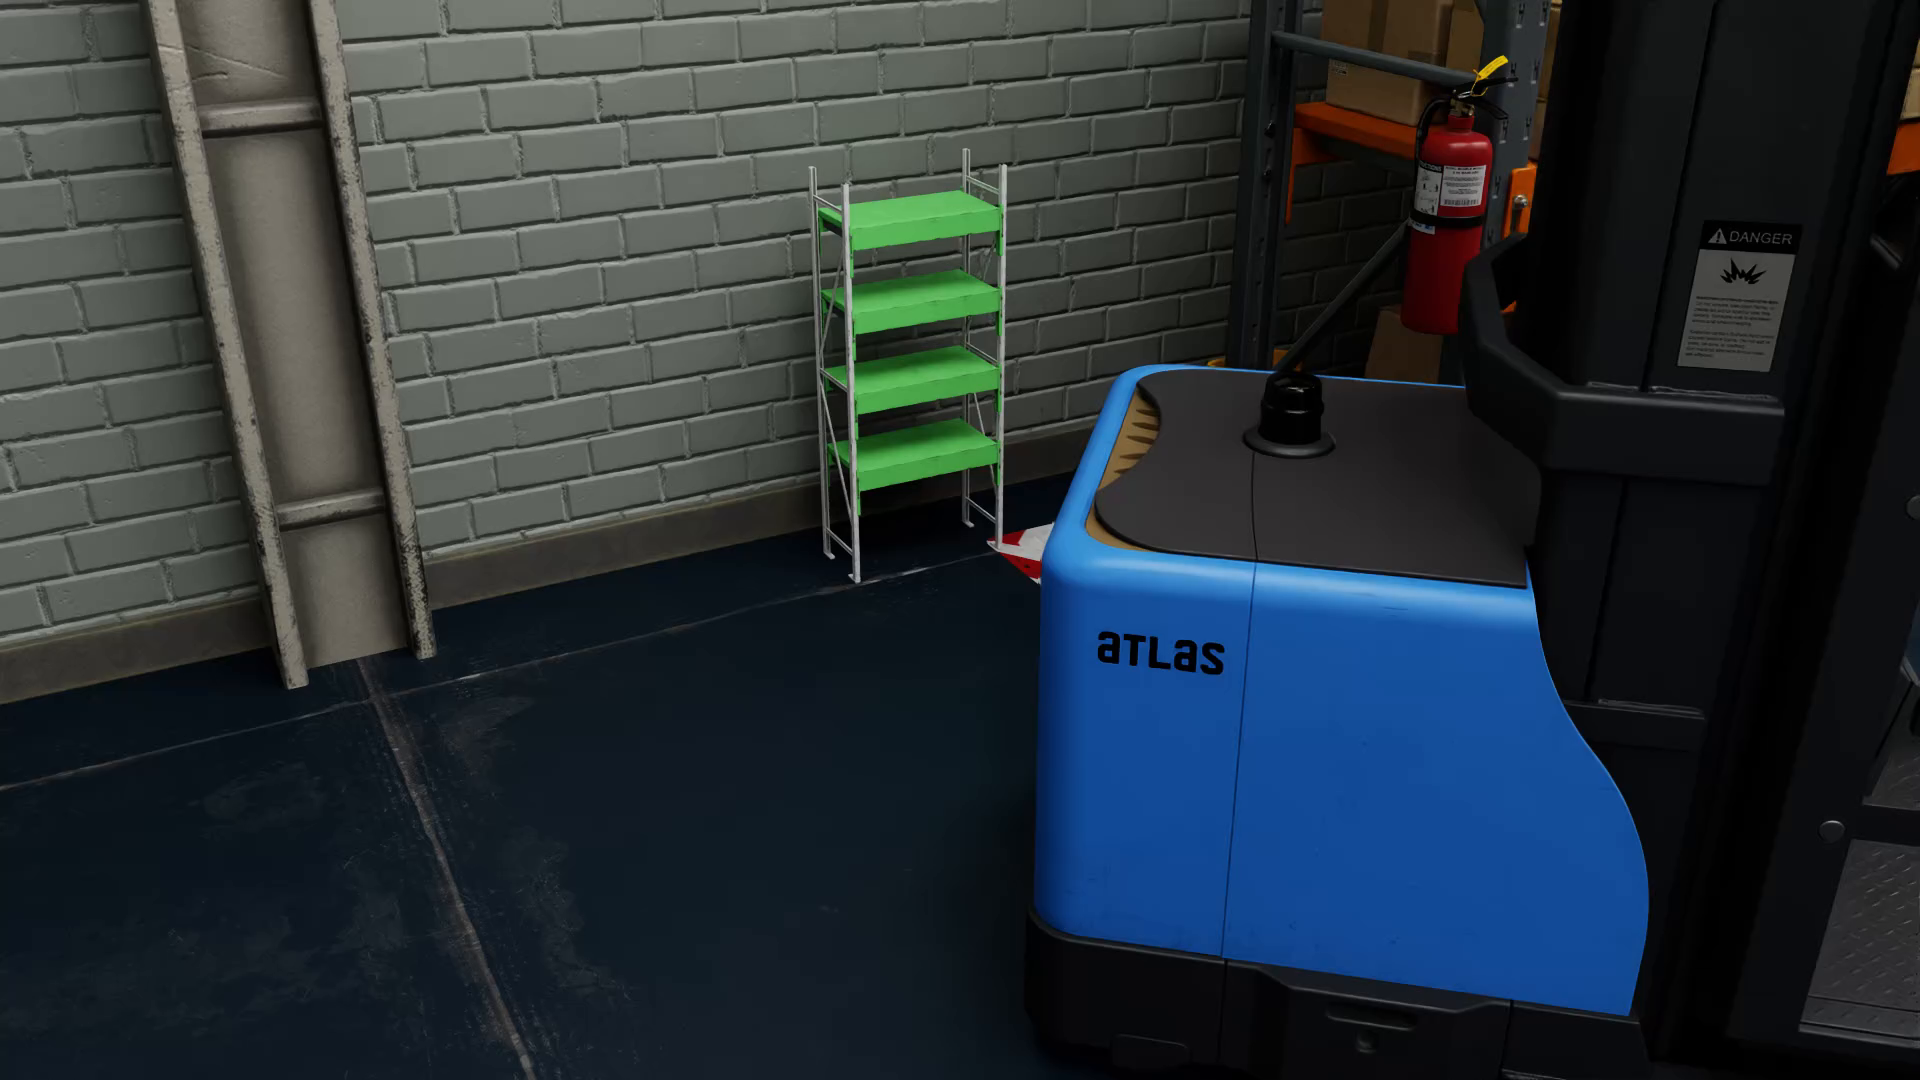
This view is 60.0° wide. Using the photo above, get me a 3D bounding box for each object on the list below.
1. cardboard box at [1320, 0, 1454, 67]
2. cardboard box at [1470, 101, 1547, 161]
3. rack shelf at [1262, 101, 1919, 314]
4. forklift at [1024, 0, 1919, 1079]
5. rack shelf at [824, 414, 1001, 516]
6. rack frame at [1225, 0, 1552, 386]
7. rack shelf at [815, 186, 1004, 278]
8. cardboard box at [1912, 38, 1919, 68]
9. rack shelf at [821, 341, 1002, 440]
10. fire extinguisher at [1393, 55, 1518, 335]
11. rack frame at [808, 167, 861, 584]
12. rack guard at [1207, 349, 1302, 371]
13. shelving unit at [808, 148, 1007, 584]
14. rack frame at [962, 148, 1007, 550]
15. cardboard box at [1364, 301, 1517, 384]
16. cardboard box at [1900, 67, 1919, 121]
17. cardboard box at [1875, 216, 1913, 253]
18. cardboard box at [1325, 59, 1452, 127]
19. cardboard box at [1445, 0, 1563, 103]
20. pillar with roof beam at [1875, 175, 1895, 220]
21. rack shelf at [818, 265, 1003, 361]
[{"bbox_3d":[1.396,-1.519,4.778,0.500,0.250,0.500,-12,28,-24],"label":"cardboard box"},{"bbox_3d":[1.534,-1.107,4.380,0.250,0.149,0.380,-13,29,-25],"label":"cardboard box"},{"bbox_3d":[2.879,-1.341,5.408,4.000,0.370,1.077,-13,29,-25],"label":"rack shelf"},{"bbox_3d":[1.696,-0.399,2.695,3.031,2.935,1.130,6,26,12],"label":"forklift"},{"bbox_3d":[-0.146,-0.233,5.052,0.480,0.148,0.258,-13,29,-25],"label":"rack shelf"},{"bbox_3d":[1.115,-1.258,4.404,0.127,3.000,1.000,-13,29,-25],"label":"rack frame"},{"bbox_3d":[-0.146,-0.882,4.740,0.480,0.148,0.258,-13,29,-25],"label":"rack shelf"},{"bbox_3d":[2.532,-1.521,4.782,0.500,0.250,0.500,-14,29,-26],"label":"cardboard box"},{"bbox_3d":[-0.146,-0.450,4.948,0.480,0.148,0.258,-13,29,-25],"label":"rack shelf"},{"bbox_3d":[1.202,-0.848,4.071,0.183,0.674,0.296,-13,29,-25],"label":"fire extinguisher"},{"bbox_3d":[-0.361,-0.457,4.817,0.015,1.200,0.240,-13,29,-25],"label":"rack frame"},{"bbox_3d":[1.182,-0.146,4.977,0.348,0.500,1.175,-13,29,-25],"label":"rack guard"},{"bbox_3d":[-0.146,-0.507,4.920,0.503,1.200,0.258,-13,29,-25],"label":"shelving unit"},{"bbox_3d":[0.069,-0.557,5.023,0.015,1.200,0.240,-13,29,-25],"label":"rack frame"},{"bbox_3d":[1.699,-0.410,5.037,0.637,0.503,0.797,-14,29,-27],"label":"cardboard box"},{"bbox_3d":[2.694,-1.350,4.886,0.250,0.149,0.380,-14,29,-27],"label":"cardboard box"},{"bbox_3d":[3.388,-0.779,5.810,0.500,0.500,0.700,-14,29,-27],"label":"cardboard box"},{"bbox_3d":[1.281,-1.314,4.812,0.250,0.149,0.380,-13,29,-26],"label":"cardboard box"},{"bbox_3d":[1.642,-1.314,4.350,0.500,0.250,0.500,-13,28,-25],"label":"cardboard box"},{"bbox_3d":[5.631,-3.335,1.800,0.400,9.000,9.100,-13,29,-25],"label":"pillar with roof beam"},{"bbox_3d":[-0.146,-0.666,4.844,0.480,0.148,0.258,-13,29,-25],"label":"rack shelf"}]
